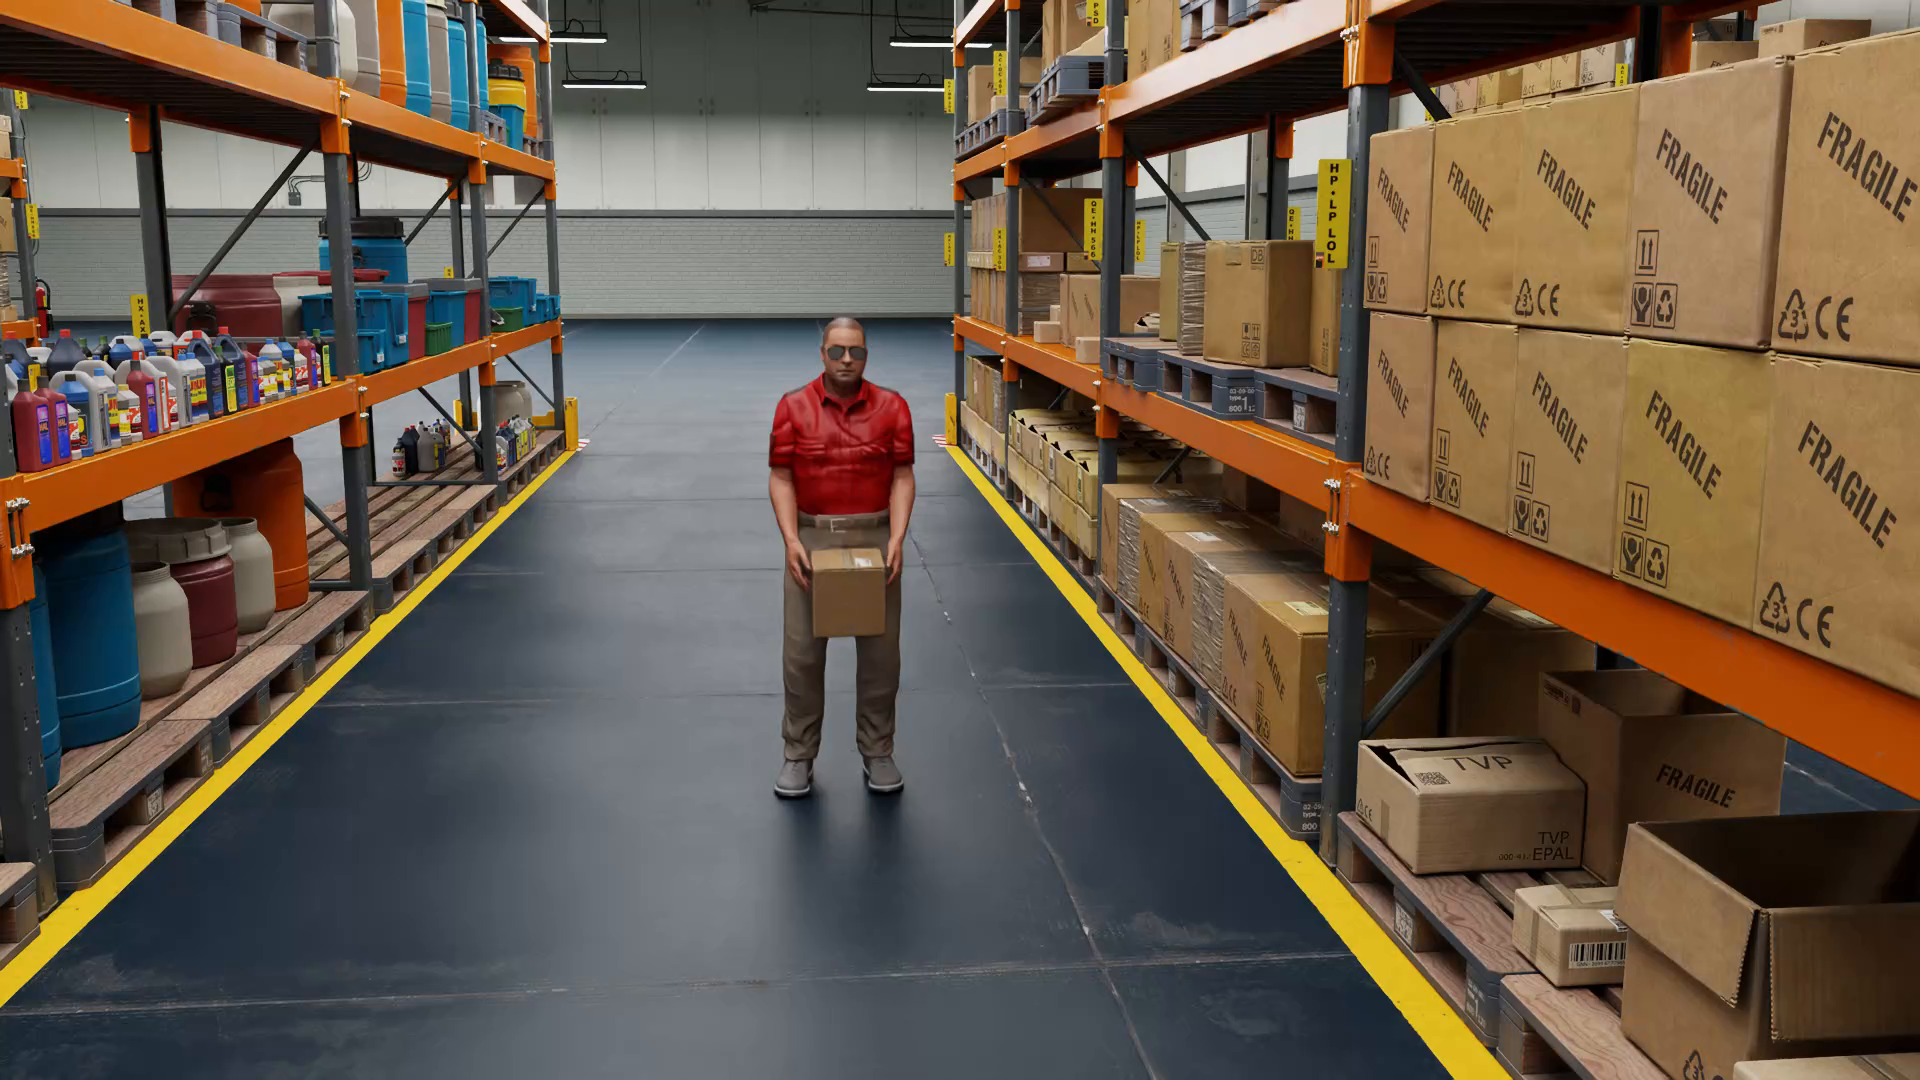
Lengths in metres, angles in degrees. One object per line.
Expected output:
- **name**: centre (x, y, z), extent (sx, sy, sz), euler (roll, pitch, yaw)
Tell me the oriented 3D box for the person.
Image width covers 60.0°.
- **person**: centre (-0.425, 0.058, 6.088), extent (0.539, 1.733, 0.431), euler (-1, 10, -7)
